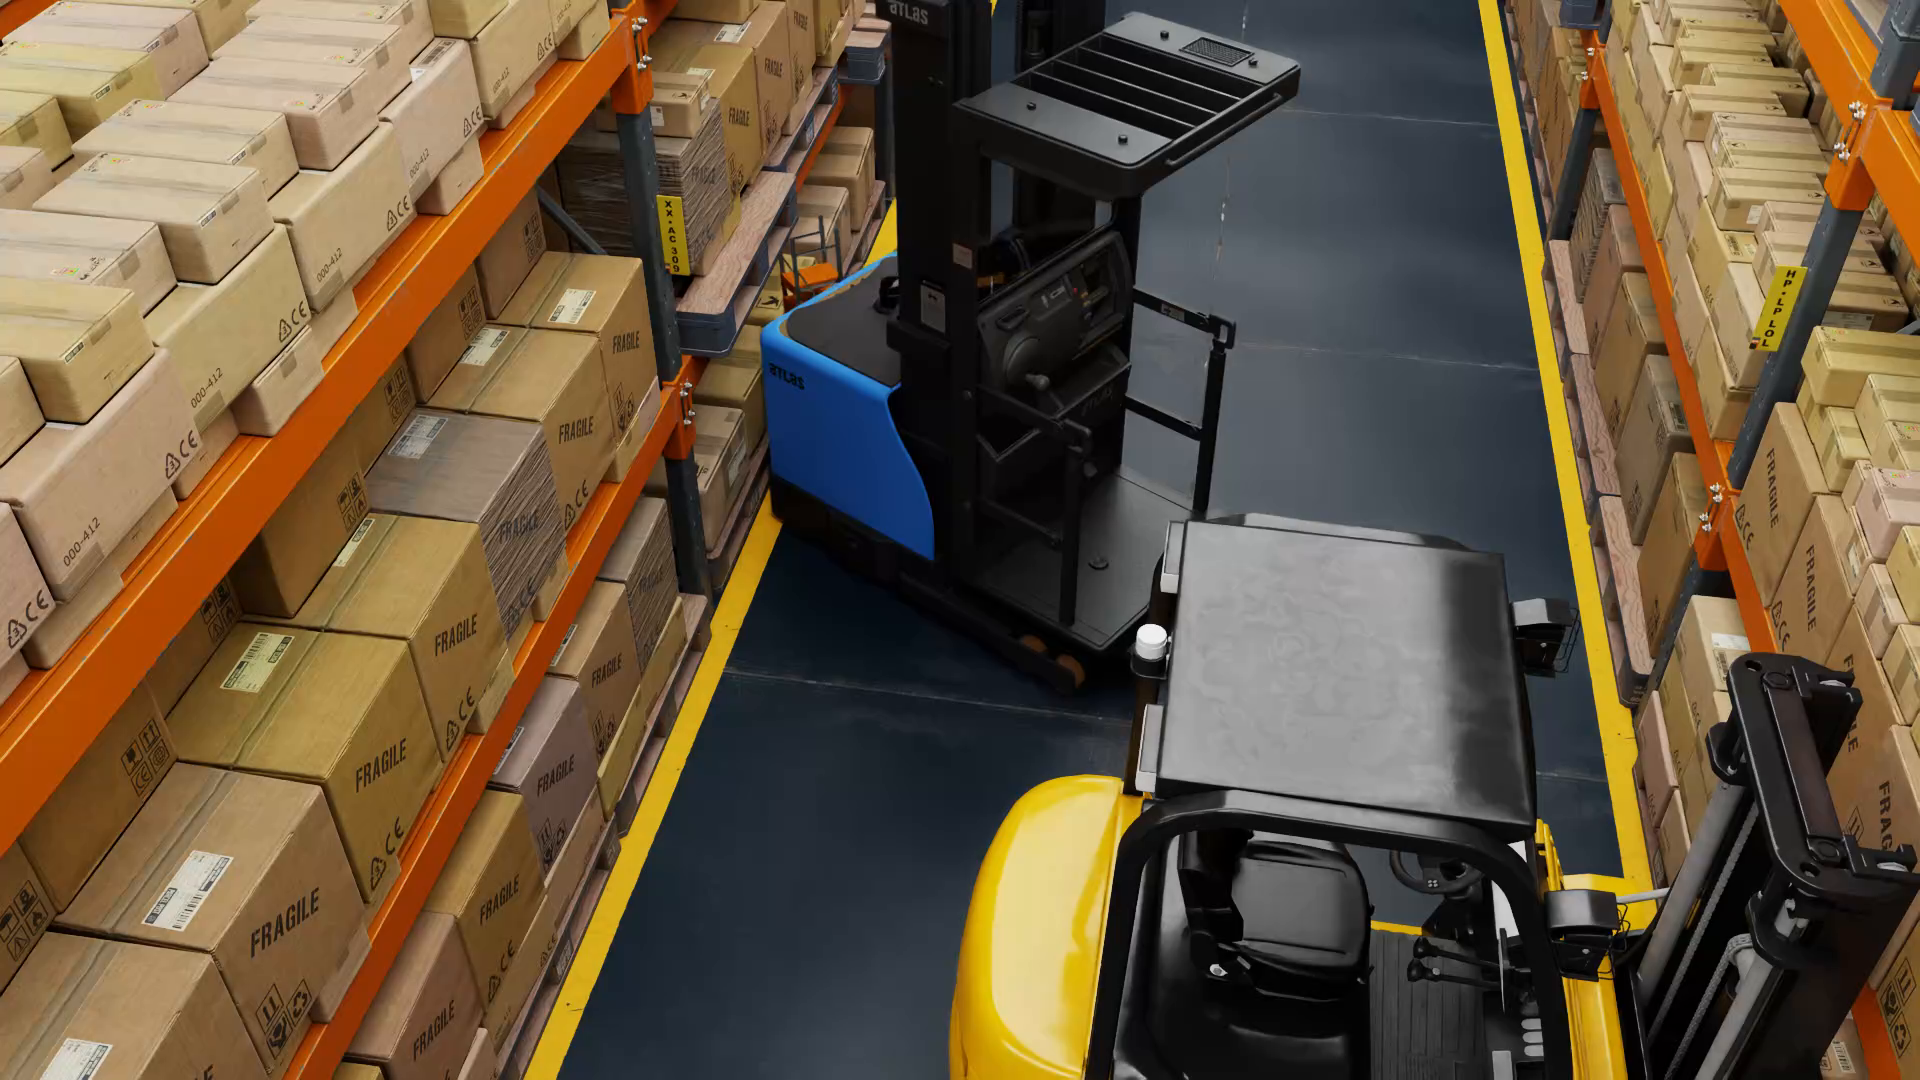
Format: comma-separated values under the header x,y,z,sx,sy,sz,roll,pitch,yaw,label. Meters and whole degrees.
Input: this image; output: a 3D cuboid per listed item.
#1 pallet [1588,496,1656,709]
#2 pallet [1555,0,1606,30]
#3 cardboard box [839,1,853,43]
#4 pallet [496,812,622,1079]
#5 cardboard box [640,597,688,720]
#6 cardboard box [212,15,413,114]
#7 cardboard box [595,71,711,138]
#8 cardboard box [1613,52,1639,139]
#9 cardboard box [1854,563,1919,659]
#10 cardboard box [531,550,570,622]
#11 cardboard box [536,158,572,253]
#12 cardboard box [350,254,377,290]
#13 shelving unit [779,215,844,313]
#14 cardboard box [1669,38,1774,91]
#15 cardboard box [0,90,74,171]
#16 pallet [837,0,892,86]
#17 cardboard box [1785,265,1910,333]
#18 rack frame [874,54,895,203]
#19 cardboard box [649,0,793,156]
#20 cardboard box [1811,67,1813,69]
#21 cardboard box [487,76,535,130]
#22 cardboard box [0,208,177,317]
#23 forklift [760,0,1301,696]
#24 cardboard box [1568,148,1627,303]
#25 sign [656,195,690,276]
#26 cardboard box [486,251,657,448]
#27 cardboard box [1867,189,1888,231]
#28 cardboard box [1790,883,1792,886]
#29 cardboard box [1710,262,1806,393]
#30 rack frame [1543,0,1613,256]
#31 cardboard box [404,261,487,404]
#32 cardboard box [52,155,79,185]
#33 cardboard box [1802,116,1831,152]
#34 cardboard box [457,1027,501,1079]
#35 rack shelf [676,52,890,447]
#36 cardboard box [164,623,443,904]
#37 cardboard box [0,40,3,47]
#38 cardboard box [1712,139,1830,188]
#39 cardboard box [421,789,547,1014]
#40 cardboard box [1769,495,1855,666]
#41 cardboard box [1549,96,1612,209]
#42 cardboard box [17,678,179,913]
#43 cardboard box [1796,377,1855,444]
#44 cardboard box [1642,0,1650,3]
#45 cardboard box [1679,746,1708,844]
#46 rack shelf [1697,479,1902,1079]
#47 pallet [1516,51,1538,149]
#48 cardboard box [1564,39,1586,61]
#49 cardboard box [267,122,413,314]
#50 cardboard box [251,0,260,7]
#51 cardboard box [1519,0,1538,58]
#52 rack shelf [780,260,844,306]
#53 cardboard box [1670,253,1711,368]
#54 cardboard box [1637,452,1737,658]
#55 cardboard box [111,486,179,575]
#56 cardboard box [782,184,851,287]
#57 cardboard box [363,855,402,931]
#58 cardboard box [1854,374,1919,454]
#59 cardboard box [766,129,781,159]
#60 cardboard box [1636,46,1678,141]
x,y,z,sx,sy,sz,roll,pitch,yaw,label
3.374,0.302,7.316,1.003,0.211,1.213,6,40,8,pallet
4.026,-3.176,9.484,1.213,0.211,1.003,6,40,8,pallet
-0.763,-2.698,8.624,0.380,0.149,0.250,5,40,6,cardboard box
-1.894,1.417,5.967,1.003,0.211,1.213,6,40,8,pallet
-1.442,0.447,6.780,0.500,0.250,0.500,8,40,10,cardboard box
-1.602,-1.173,4.129,0.380,0.149,0.250,7,40,8,cardboard box
-1.174,-1.672,6.365,0.380,0.149,0.250,6,40,7,cardboard box
3.568,-2.192,8.262,0.500,0.250,0.500,6,40,7,cardboard box
2.748,0.217,4.643,0.380,0.149,0.250,6,40,7,cardboard box
-1.532,0.119,5.546,0.380,0.149,0.250,6,40,7,cardboard box
-1.750,-1.481,6.643,0.500,0.500,0.500,6,40,7,cardboard box
-1.720,-0.719,4.206,0.380,0.149,0.250,6,40,7,cardboard box
-0.683,-0.955,8.050,0.258,1.200,0.189,-18,37,-21,shelving unit
3.419,-2.126,7.477,0.380,0.149,0.250,7,40,9,cardboard box
-2.296,-0.918,3.821,0.380,0.149,0.250,7,40,9,cardboard box
-0.930,-2.829,9.064,1.213,0.211,1.003,6,40,8,pallet
3.126,-0.834,5.913,0.380,0.149,0.250,8,40,9,cardboard box
-0.912,-3.361,9.559,1.000,3.000,0.127,6,40,8,rack frame
-1.055,-2.052,7.333,0.500,0.500,0.500,6,40,7,cardboard box
4.024,-2.063,7.401,0.380,0.149,0.250,6,40,7,cardboard box
-1.509,-1.367,4.989,0.380,0.149,0.250,7,40,8,cardboard box
-1.837,-0.533,3.355,0.380,0.149,0.250,6,40,7,cardboard box
0.555,-0.860,6.587,3.031,2.935,1.130,28,47,30,forklift
3.856,-1.673,9.051,0.875,0.625,0.625,8,40,9,cardboard box
-1.068,-1.130,6.180,0.100,0.325,0.005,6,40,8,sign
-1.436,-0.698,6.025,0.500,0.500,0.500,5,40,7,cardboard box
3.723,-1.273,6.446,0.380,0.149,0.250,6,40,7,cardboard box
2.719,1.109,5.195,0.500,0.250,0.500,8,40,9,cardboard box
3.119,-0.777,6.158,0.500,0.250,0.500,6,40,7,cardboard box
3.978,-2.816,8.899,1.000,3.000,0.127,6,40,8,rack frame
-2.004,-0.819,5.387,0.700,0.500,0.500,7,40,8,cardboard box
-2.215,-0.863,4.067,0.500,0.250,0.500,7,40,8,cardboard box
3.903,-1.689,7.261,0.500,0.250,0.500,6,40,7,cardboard box
-1.789,1.762,5.190,0.500,0.250,0.500,8,40,9,cardboard box
-1.258,-1.829,8.270,1.077,0.370,4.000,6,40,8,rack shelf
-1.768,0.594,4.462,0.500,0.500,0.500,6,40,7,cardboard box
-5.999,-2.766,10.275,1.050,0.750,0.750,6,40,7,cardboard box
3.269,-1.482,6.698,0.380,0.149,0.250,5,40,7,cardboard box
-1.700,1.135,5.360,0.500,0.500,0.500,7,40,9,cardboard box
2.878,0.234,5.132,0.500,0.500,0.500,7,40,8,cardboard box
3.839,-2.304,9.912,0.500,0.500,0.500,7,40,9,cardboard box
-2.328,0.459,3.841,0.700,0.500,0.500,7,40,8,cardboard box
2.971,-0.424,5.418,0.380,0.149,0.250,6,40,7,cardboard box
3.587,-2.770,8.255,0.380,0.149,0.250,7,40,9,cardboard box
2.812,0.985,5.737,0.500,0.250,0.500,6,40,7,cardboard box
2.939,1.226,4.574,1.077,0.370,4.000,6,40,8,rack shelf
4.357,-2.970,11.273,1.003,0.211,1.213,6,40,8,pallet
3.919,-2.938,10.169,0.380,0.149,0.250,5,40,6,cardboard box
-1.677,-0.801,3.992,0.500,0.250,0.500,7,40,9,cardboard box
-2.123,-1.563,4.600,0.380,0.149,0.250,6,40,7,cardboard box
4.191,-3.599,11.477,0.500,0.500,0.500,5,40,6,cardboard box
-0.699,-1.216,7.873,0.258,0.103,0.180,-18,37,-21,rack shelf
3.196,-0.910,6.711,0.500,0.250,0.500,6,40,7,cardboard box
3.365,0.119,6.883,0.875,0.625,0.625,8,40,10,cardboard box
-1.864,-0.068,3.418,0.380,0.149,0.250,6,40,7,cardboard box
-1.139,-1.693,9.273,0.950,0.372,0.625,6,40,7,cardboard box
-1.777,0.928,4.568,0.380,0.149,0.250,7,40,9,cardboard box
2.999,-0.366,5.114,0.380,0.149,0.250,7,40,8,cardboard box
-1.041,-1.882,7.637,0.380,0.149,0.250,7,40,8,cardboard box
3.464,-2.059,7.709,0.500,0.250,0.500,5,40,7,cardboard box
